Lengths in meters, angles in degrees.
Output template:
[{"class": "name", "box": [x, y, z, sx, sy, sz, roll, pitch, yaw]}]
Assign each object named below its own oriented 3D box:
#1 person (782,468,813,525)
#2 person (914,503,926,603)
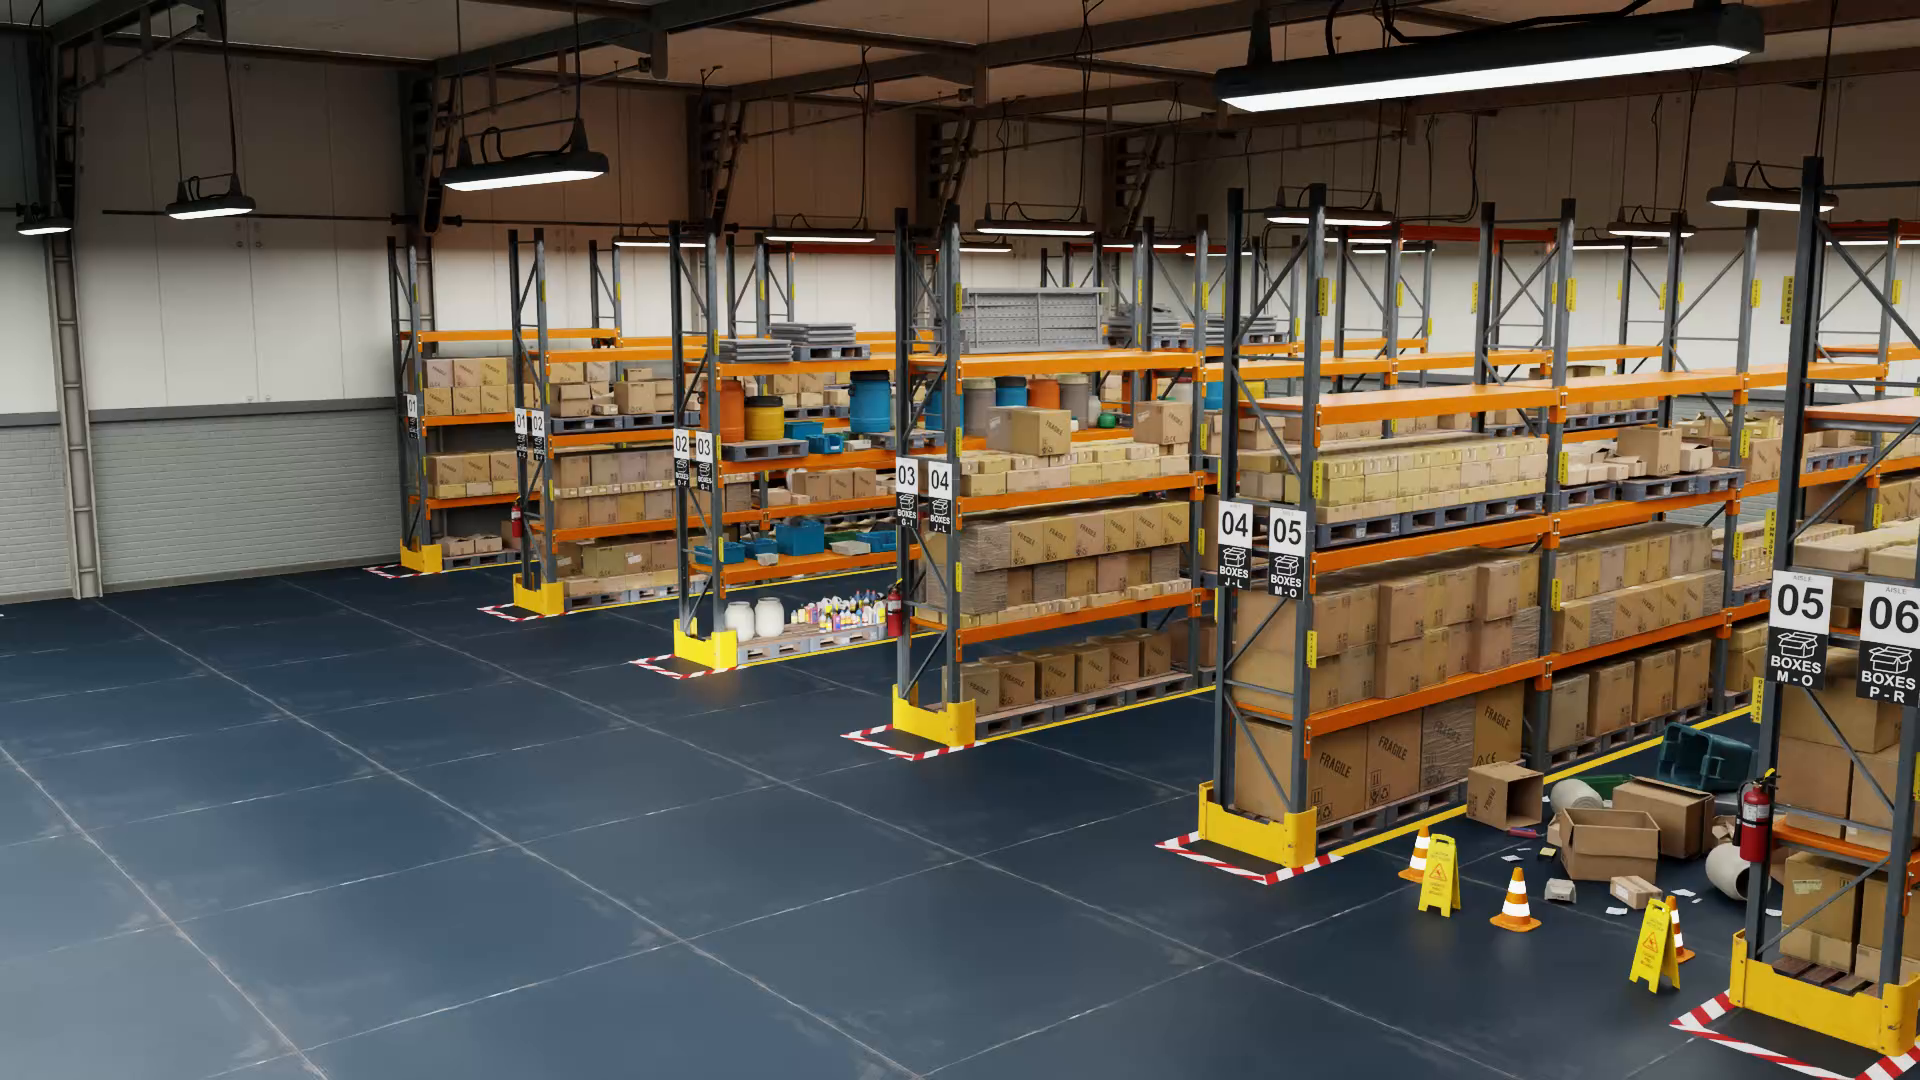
[{"class": "person", "box": [-3.399, -0.894, 33.962, 0.975, 1.636, 0.617, -7, 11, -39]}, {"class": "person", "box": [-0.641, 0.221, 26.775, 0.560, 1.747, 0.584, 3, 9, 20]}]
